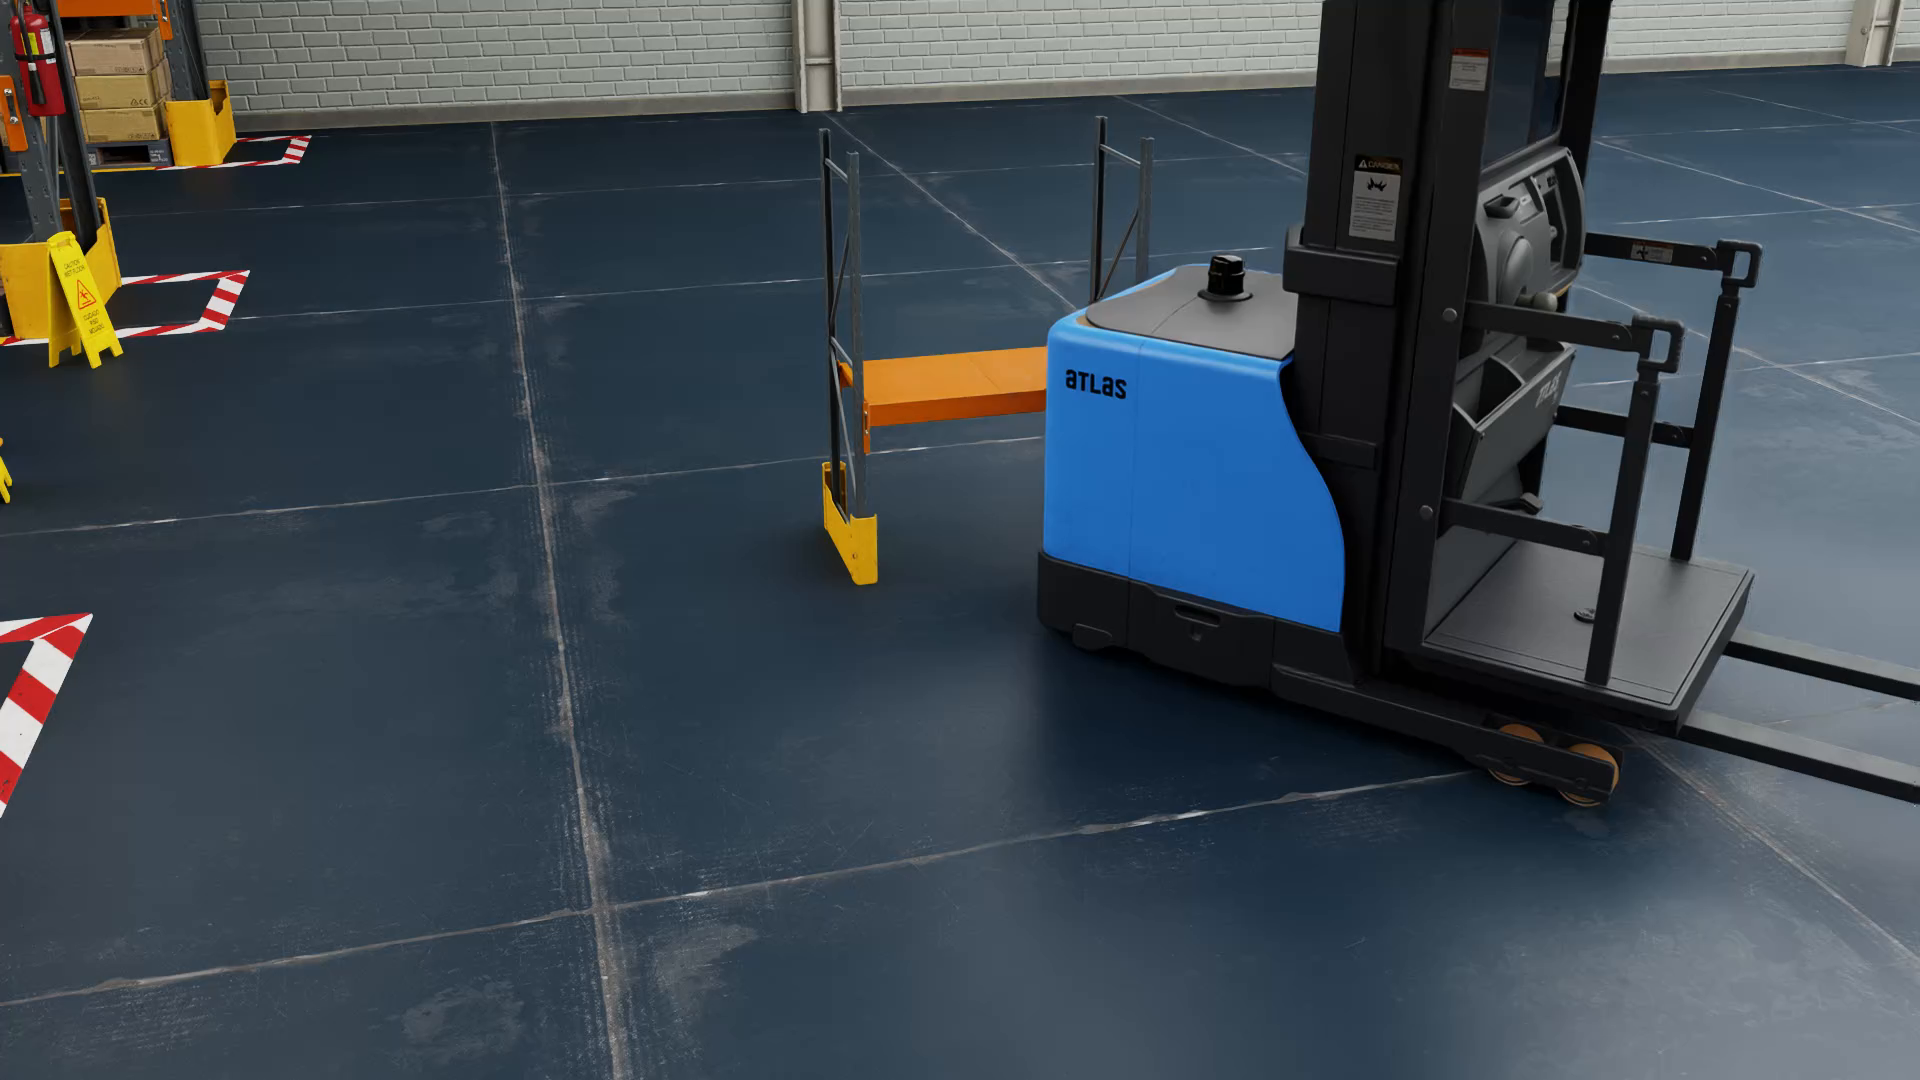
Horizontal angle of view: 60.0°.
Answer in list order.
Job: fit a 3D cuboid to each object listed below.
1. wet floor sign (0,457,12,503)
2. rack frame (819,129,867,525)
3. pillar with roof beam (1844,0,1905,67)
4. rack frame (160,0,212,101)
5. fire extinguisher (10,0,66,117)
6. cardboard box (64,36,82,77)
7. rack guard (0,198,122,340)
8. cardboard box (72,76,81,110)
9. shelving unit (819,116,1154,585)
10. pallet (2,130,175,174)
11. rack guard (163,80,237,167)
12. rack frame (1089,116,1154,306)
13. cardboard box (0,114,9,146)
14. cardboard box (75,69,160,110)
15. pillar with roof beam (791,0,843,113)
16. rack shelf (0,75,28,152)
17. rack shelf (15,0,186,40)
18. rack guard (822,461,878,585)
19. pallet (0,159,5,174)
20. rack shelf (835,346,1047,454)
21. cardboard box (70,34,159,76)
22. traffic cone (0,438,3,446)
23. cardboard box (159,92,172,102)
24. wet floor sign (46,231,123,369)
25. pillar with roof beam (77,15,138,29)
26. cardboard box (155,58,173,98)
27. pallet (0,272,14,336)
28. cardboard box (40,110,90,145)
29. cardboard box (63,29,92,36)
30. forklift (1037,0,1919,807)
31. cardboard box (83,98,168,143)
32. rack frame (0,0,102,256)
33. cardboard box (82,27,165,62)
[{"bbox_3d":[-3.931,-0.471,6.528,0.232,0.644,0.267,-11,25,-23],"label":"wet floor sign"},{"bbox_3d":[-0.407,-0.644,5.849,0.032,1.500,0.500,-6,24,-14],"label":"rack frame"},{"bbox_3d":[11.377,-7.858,13.152,0.400,9.000,9.100,-6,24,-14],"label":"pillar with roof beam"},{"bbox_3d":[-6.203,-4.550,13.051,0.127,3.000,1.000,-6,24,-14],"label":"rack frame"},{"bbox_3d":[-4.623,-2.468,8.296,0.183,0.674,0.296,-6,24,-14],"label":"fire extinguisher"},{"bbox_3d":[-7.052,-3.715,12.791,0.500,0.250,0.500,-6,24,-13],"label":"cardboard box"},{"bbox_3d":[-4.931,-1.509,9.134,0.348,0.500,1.175,-6,24,-14],"label":"rack guard"},{"bbox_3d":[-7.073,-3.490,12.899,0.500,0.250,0.500,-7,24,-15],"label":"cardboard box"},{"bbox_3d":[0.073,-0.697,5.973,1.083,1.500,0.587,-6,24,-14],"label":"shelving unit"},{"bbox_3d":[-6.928,-3.172,13.374,1.213,0.211,1.003,-6,24,-14],"label":"pallet"},{"bbox_3d":[-6.179,-3.404,13.550,0.348,0.500,1.175,-6,24,-14],"label":"rack guard"},{"bbox_3d":[0.572,-0.752,6.102,0.032,1.500,0.500,-6,24,-14],"label":"rack frame"},{"bbox_3d":[-7.535,-3.211,12.883,0.500,0.250,0.500,-6,24,-14],"label":"cardboard box"},{"bbox_3d":[-6.587,-3.539,13.014,0.500,0.250,0.500,-7,24,-15],"label":"cardboard box"},{"bbox_3d":[-0.177,-6.580,10.173,0.400,9.000,9.100,-6,24,-14],"label":"pillar with roof beam"},{"bbox_3d":[-6.784,-2.123,8.305,4.000,0.370,1.077,-6,24,-14],"label":"rack shelf"},{"bbox_3d":[-8.128,-4.007,12.696,4.000,0.370,1.077,-6,24,-14],"label":"rack shelf"},{"bbox_3d":[-0.406,-0.070,6.096,0.087,0.250,0.587,-6,24,-14],"label":"rack guard"},{"bbox_3d":[-8.100,-3.043,13.074,1.213,0.211,1.003,-6,24,-14],"label":"pallet"},{"bbox_3d":[0.082,-0.533,6.046,1.000,0.185,0.538,-6,24,-14],"label":"rack shelf"},{"bbox_3d":[-6.562,-3.772,12.923,0.500,0.250,0.500,-5,24,-13],"label":"cardboard box"},{"bbox_3d":[-4.297,-0.580,7.014,0.334,0.463,0.336,-6,24,-14],"label":"traffic cone"},{"bbox_3d":[-6.728,-3.502,13.561,0.500,0.250,0.500,-6,24,-14],"label":"cardboard box"},{"bbox_3d":[-4.386,-1.198,8.224,0.232,0.644,0.267,2,23,4],"label":"wet floor sign"},{"bbox_3d":[-5.954,-5.941,8.683,0.400,9.000,9.100,-6,24,-14],"label":"pillar with roof beam"},{"bbox_3d":[-6.711,-3.738,13.479,0.500,0.250,0.500,-6,24,-13],"label":"cardboard box"},{"bbox_3d":[-5.723,-1.304,9.020,1.213,0.211,1.003,-6,24,-14],"label":"pallet"},{"bbox_3d":[-7.051,-3.260,12.999,0.500,0.250,0.500,-6,24,-14],"label":"cardboard box"},{"bbox_3d":[-7.197,-3.905,13.234,0.500,0.250,0.500,-6,24,-14],"label":"cardboard box"},{"bbox_3d":[1.761,-0.857,4.530,3.031,2.935,1.130,15,27,31],"label":"forklift"},{"bbox_3d":[-6.570,-3.310,13.114,0.500,0.250,0.500,-6,24,-14],"label":"cardboard box"},{"bbox_3d":[-4.858,-2.666,8.660,0.127,3.000,1.000,-6,24,-14],"label":"rack frame"},{"bbox_3d":[-6.716,-3.960,13.361,0.500,0.250,0.500,-7,24,-15],"label":"cardboard box"}]
